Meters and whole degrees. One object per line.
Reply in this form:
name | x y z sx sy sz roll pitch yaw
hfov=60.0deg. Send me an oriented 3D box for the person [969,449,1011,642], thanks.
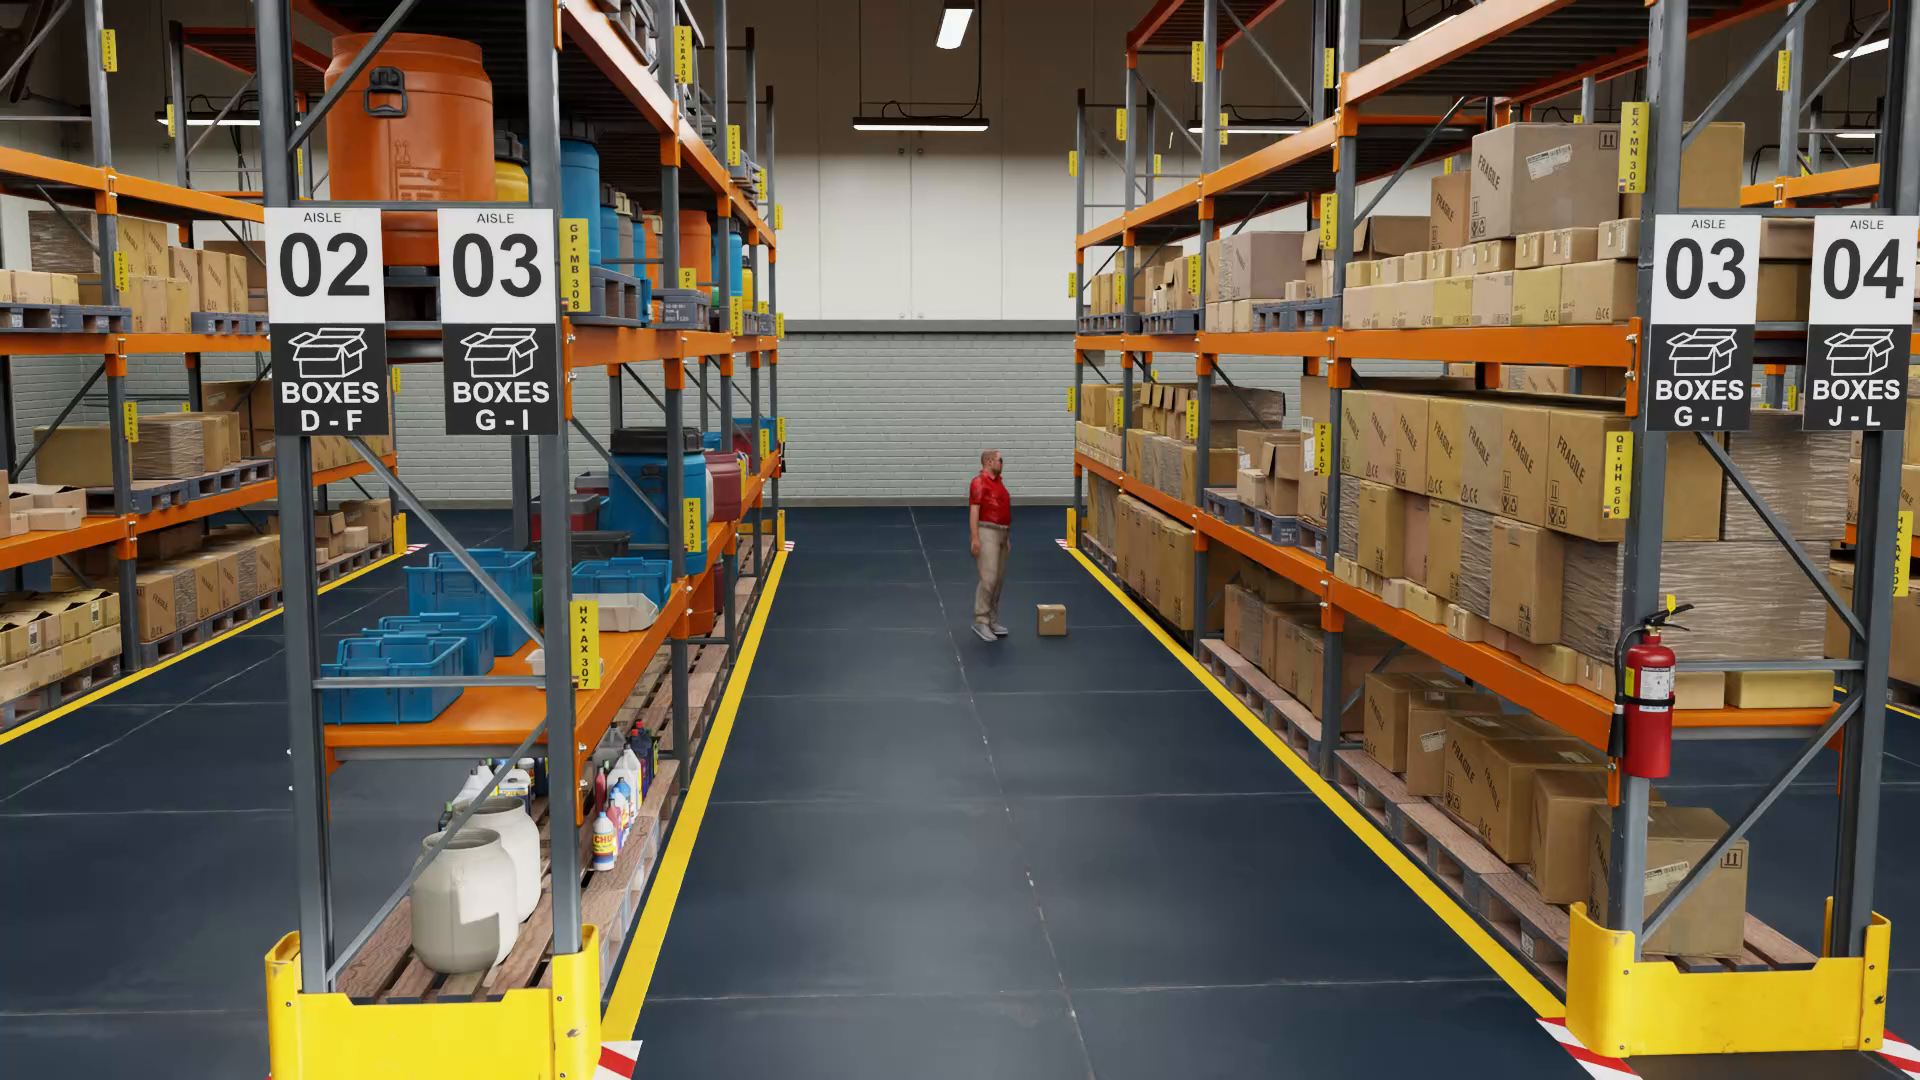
person | 0.289 0.033 15.549 0.396 1.759 0.731 3 7 24
